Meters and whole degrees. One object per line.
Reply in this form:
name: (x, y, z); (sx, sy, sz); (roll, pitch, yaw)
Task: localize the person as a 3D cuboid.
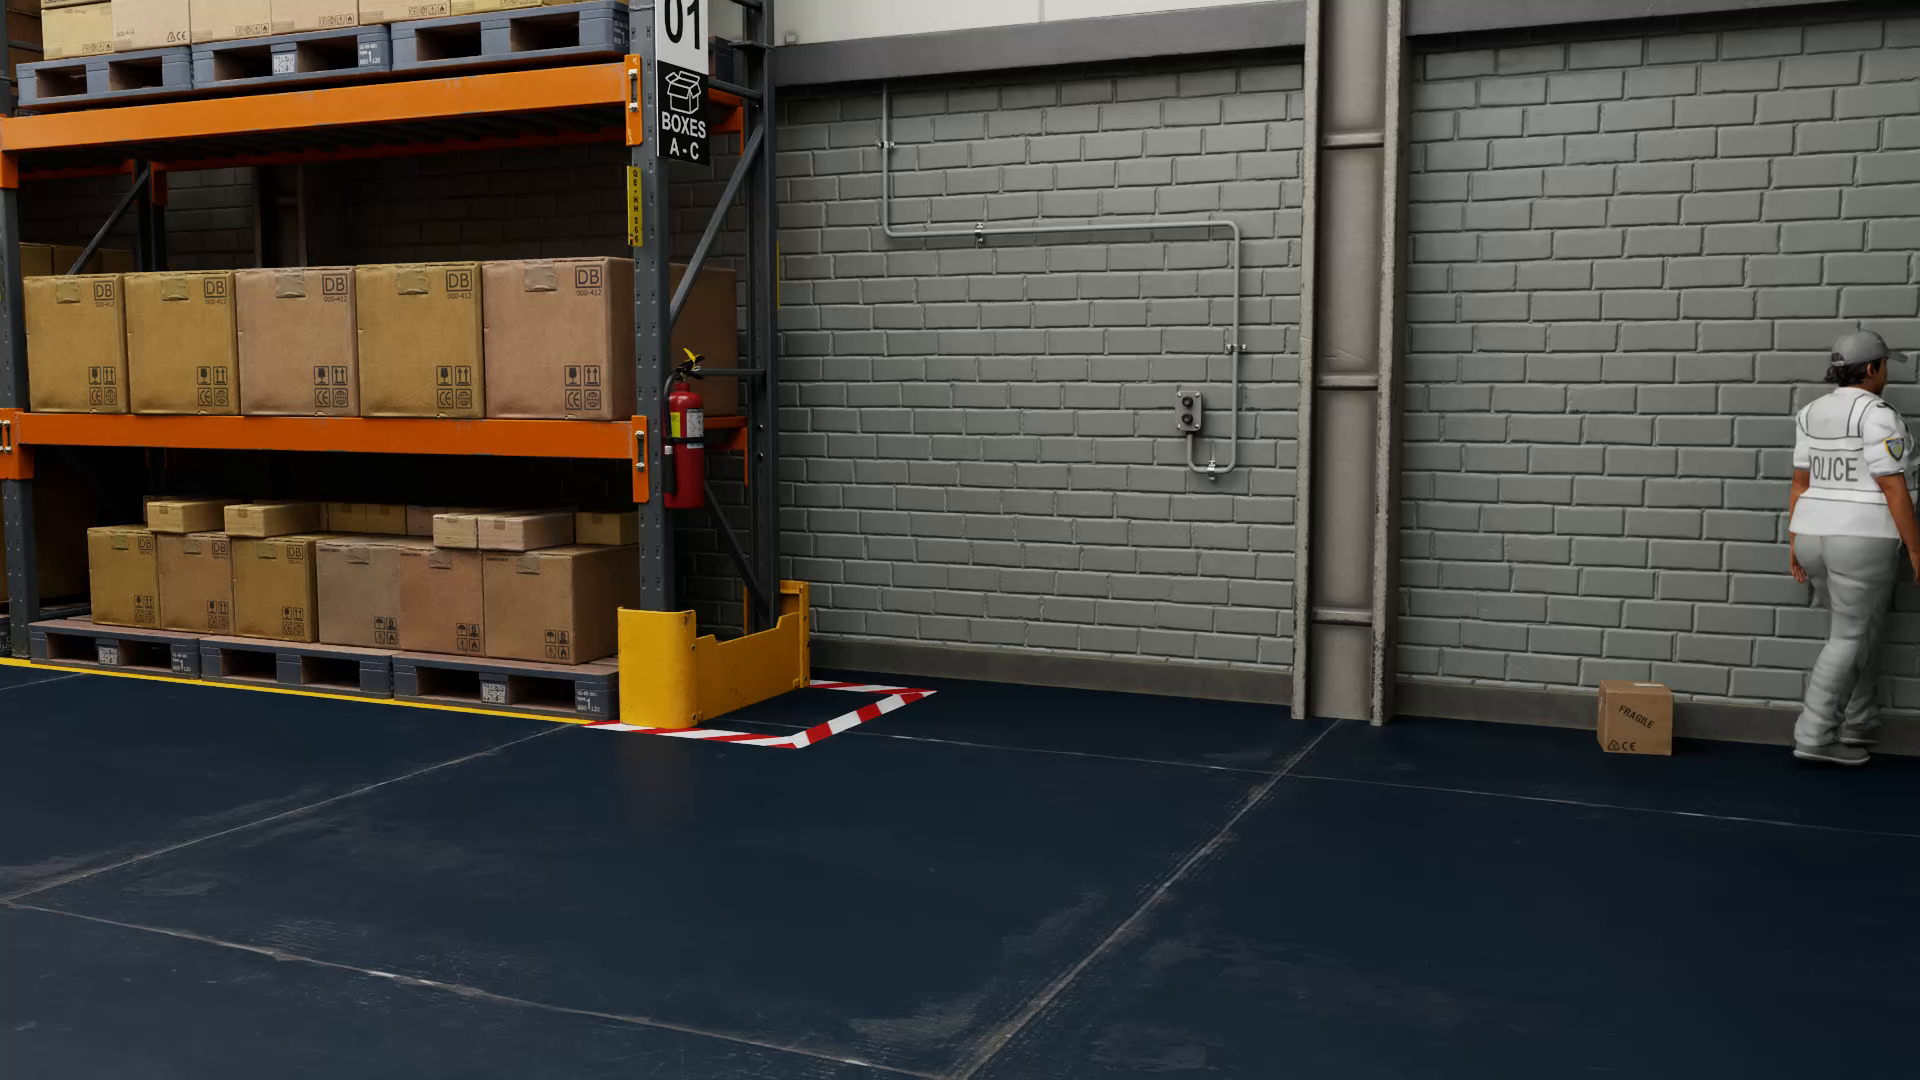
person: (3.517, 0.028, 6.390); (0.639, 1.658, 0.493); (-1, 6, -9)
